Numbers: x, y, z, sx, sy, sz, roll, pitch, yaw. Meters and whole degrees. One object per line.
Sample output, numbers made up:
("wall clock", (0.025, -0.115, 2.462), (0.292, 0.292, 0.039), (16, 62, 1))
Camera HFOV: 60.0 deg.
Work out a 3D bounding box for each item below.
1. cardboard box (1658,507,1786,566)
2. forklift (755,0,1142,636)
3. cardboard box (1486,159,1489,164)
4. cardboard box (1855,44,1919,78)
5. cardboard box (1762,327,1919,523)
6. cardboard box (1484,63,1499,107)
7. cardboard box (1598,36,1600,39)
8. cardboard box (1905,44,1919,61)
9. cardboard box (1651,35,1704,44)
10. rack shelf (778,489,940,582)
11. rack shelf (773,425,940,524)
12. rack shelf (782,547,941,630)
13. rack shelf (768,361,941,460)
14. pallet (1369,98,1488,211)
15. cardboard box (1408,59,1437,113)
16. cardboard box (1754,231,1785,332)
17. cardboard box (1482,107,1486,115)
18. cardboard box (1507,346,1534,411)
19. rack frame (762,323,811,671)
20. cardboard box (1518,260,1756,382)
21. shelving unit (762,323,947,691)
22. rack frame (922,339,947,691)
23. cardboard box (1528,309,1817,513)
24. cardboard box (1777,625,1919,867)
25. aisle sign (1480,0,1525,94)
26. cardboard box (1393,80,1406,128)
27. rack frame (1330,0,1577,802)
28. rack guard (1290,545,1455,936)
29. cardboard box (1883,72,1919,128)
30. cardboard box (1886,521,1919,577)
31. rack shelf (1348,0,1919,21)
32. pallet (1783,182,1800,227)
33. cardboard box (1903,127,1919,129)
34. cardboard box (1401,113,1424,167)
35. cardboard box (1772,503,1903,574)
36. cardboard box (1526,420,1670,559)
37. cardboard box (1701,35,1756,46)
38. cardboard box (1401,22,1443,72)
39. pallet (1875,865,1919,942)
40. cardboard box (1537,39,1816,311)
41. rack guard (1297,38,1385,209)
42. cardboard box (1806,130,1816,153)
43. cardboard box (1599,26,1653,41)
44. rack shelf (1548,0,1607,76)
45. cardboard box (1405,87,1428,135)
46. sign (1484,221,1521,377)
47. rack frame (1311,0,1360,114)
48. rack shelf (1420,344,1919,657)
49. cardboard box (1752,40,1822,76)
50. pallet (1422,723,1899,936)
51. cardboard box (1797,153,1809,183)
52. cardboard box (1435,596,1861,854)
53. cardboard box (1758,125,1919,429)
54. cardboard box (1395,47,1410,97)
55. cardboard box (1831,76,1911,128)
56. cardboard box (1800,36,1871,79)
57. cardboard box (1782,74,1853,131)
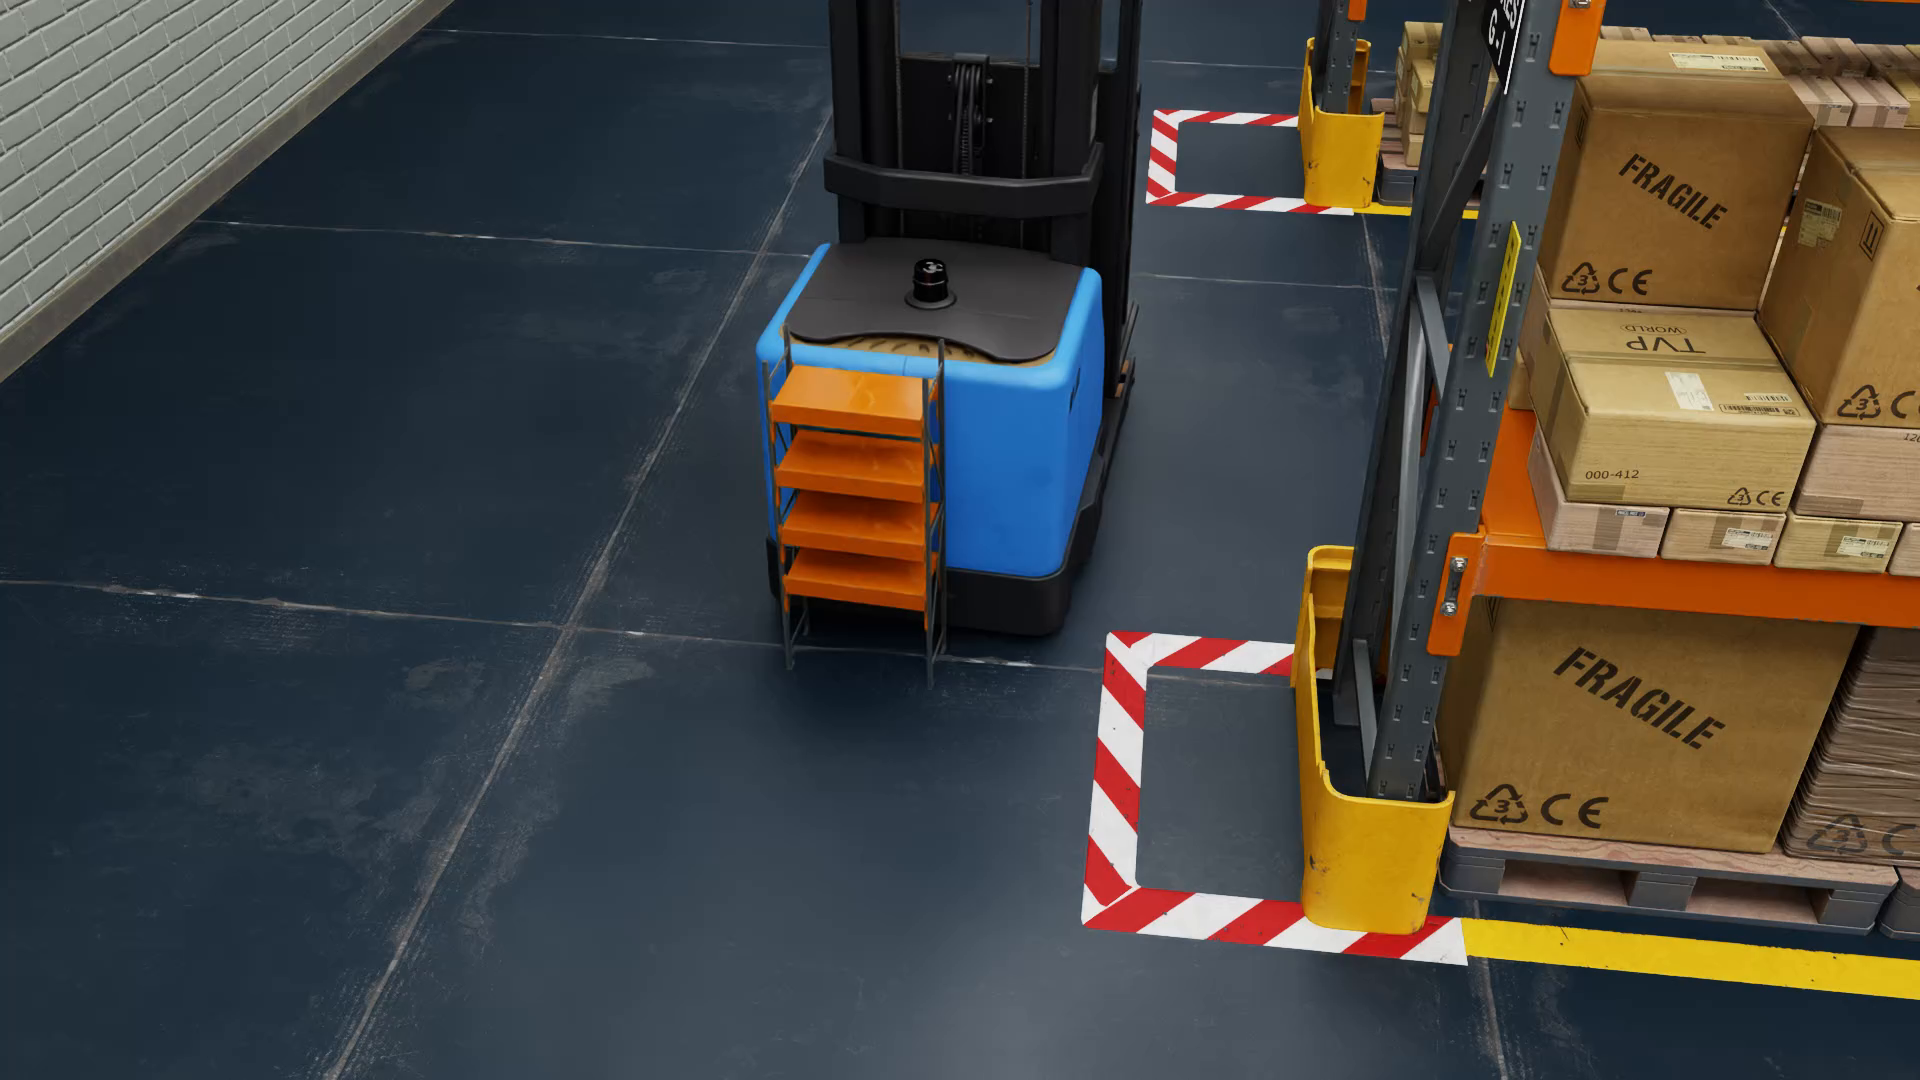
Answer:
("cardboard box", (1.807, -0.113, 4.042), (0.250, 0.149, 0.380), (4, 36, 5))
("forklift", (0.134, -1.719, 6.135), (1.130, 2.935, 3.031), (7, 36, 10))
("cardboard box", (2.723, -2.115, 8.724), (0.250, 0.149, 0.380), (4, 36, 6))
("cardboard box", (4.842, -2.453, 8.685), (0.250, 0.149, 0.380), (3, 36, 5))
("cardboard box", (2.200, -0.284, 3.939), (0.500, 0.250, 0.500), (4, 36, 5))
("cardboard box", (2.739, -2.367, 8.565), (0.250, 0.149, 0.380), (5, 36, 7))
("cardboard box", (3.295, -2.606, 8.900), (0.250, 0.149, 0.380), (3, 36, 4))
("cardboard box", (5.104, -2.446, 8.676), (0.250, 0.149, 0.380), (4, 36, 5))
("cardboard box", (3.816, -2.535, 8.800), (0.250, 0.149, 0.380), (3, 36, 4))
("rack shelf", (-0.316, -0.027, 5.369), (0.480, 0.148, 0.258), (7, 37, 10))
("rack shelf", (-0.316, -0.208, 5.238), (0.480, 0.148, 0.258), (7, 37, 10))
("rack shelf", (-0.316, 0.134, 5.486), (0.480, 0.148, 0.258), (7, 37, 10))
("rack shelf", (-0.317, -0.400, 5.099), (0.480, 0.148, 0.258), (7, 37, 10))
("pallet", (2.851, -2.079, 8.981), (1.213, 0.211, 1.003), (4, 36, 6))
("cardboard box", (2.451, -2.318, 8.496), (0.250, 0.149, 0.380), (3, 36, 4))
("cardboard box", (2.260, -0.589, 4.366), (0.500, 0.250, 0.500), (4, 36, 5))
("cardboard box", (2.726, -2.192, 8.576), (0.250, 0.149, 0.380), (4, 36, 6))
("cardboard box", (1.637, -0.511, 4.600), (0.250, 0.149, 0.380), (5, 36, 7))
("rack frame", (-0.555, -0.111, 5.371), (0.015, 1.200, 0.240), (7, 37, 10))
("cardboard box", (1.757, -0.627, 4.419), (0.500, 0.250, 0.500), (4, 36, 5))
("shelving unit", (-0.316, -0.082, 5.330), (0.503, 1.200, 0.258), (7, 37, 10))
("rack frame", (-0.077, -0.053, 5.289), (0.015, 1.200, 0.240), (7, 37, 10))
("cardboard box", (1.684, -0.318, 3.987), (0.500, 0.250, 0.500), (3, 36, 5))
("cardboard box", (2.790, 0.313, 4.697), (0.875, 0.875, 0.875), (4, 36, 6))
("aisle sign", (1.133, -1.340, 3.308), (0.004, 0.787, 0.394), (4, 36, 6))
("cardboard box", (2.523, -2.392, 9.112), (0.250, 0.149, 0.380), (5, 36, 7))
("rack frame", (1.242, -0.450, 4.298), (0.127, 3.000, 1.000), (4, 36, 6))
("rack guard", (1.218, 0.566, 5.026), (0.348, 0.500, 1.175), (4, 36, 6))
("cardboard box", (4.802, -2.207, 8.341), (0.250, 0.149, 0.380), (5, 36, 7))
("cardboard box", (2.320, -0.075, 3.990), (0.250, 0.149, 0.380), (4, 36, 5))
("rack shelf", (3.958, -2.859, 8.293), (4.000, 0.370, 1.077), (4, 36, 6))
("pallet", (4.058, -1.987, 8.853), (1.213, 0.211, 1.003), (4, 36, 6))
("cardboard box", (4.815, -2.073, 8.409), (0.250, 0.149, 0.380), (5, 36, 6))
("cardboard box", (2.453, -2.087, 8.685), (0.250, 0.149, 0.380), (5, 36, 7))
("cardboard box", (2.061, -0.094, 4.016), (0.250, 0.149, 0.380), (3, 36, 5))
("cardboard box", (1.552, -0.131, 4.067), (0.250, 0.149, 0.380), (5, 36, 6))
("cardboard box", (4.080, -2.532, 8.796), (0.250, 0.149, 0.380), (4, 36, 6))
("cardboard box", (2.532, -2.659, 8.975), (0.250, 0.149, 0.380), (5, 36, 7))
("pallet", (3.252, 0.791, 4.960), (1.213, 0.211, 1.003), (4, 36, 6))
("cardboard box", (1.759, -0.930, 4.199), (0.500, 0.500, 0.500), (5, 36, 7))
("rack guard", (2.050, -2.277, 9.010), (0.348, 0.500, 1.175), (4, 36, 6))
("cardboard box", (4.296, -2.112, 8.464), (0.250, 0.149, 0.380), (3, 36, 4))
("cardboard box", (3.569, -2.618, 8.917), (0.250, 0.149, 0.380), (6, 36, 8))
("rack shelf", (3.226, -1.230, 3.428), (4.000, 0.370, 1.077), (4, 36, 6))
("cardboard box", (2.461, -2.245, 8.650), (0.250, 0.149, 0.380), (6, 36, 8))
("sign", (1.166, -0.515, 3.576), (0.005, 0.325, 0.100), (4, 36, 6))
("rack frame", (1.974, -3.300, 8.292), (0.127, 3.000, 1.000), (4, 36, 6))
("rack shelf", (3.226, -0.009, 4.299), (4.000, 0.370, 1.077), (4, 36, 6))
("cardboard box", (4.319, -2.491, 8.739), (0.250, 0.149, 0.380), (3, 36, 4))
("pallet", (2.045, 0.700, 5.088), (1.213, 0.211, 1.003), (4, 36, 6))
("cardboard box", (4.233, -1.982, 8.537), (0.250, 0.149, 0.380), (5, 36, 7))
("cardboard box", (1.887, 0.246, 4.791), (0.875, 0.875, 0.875), (4, 36, 6))
("cardboard box", (2.180, -0.587, 3.717), (0.500, 0.500, 0.500), (3, 36, 5))
("cardboard box", (2.534, -2.557, 9.087), (0.250, 0.149, 0.380), (3, 36, 5))
("cardboard box", (4.522, -2.174, 8.295), (0.250, 0.149, 0.380), (3, 36, 4))
("cardboard box", (4.600, -2.518, 8.777), (0.250, 0.149, 0.380), (5, 36, 7))
("cardboard box", (4.253, -2.187, 8.313), (0.250, 0.149, 0.380), (3, 36, 4))
